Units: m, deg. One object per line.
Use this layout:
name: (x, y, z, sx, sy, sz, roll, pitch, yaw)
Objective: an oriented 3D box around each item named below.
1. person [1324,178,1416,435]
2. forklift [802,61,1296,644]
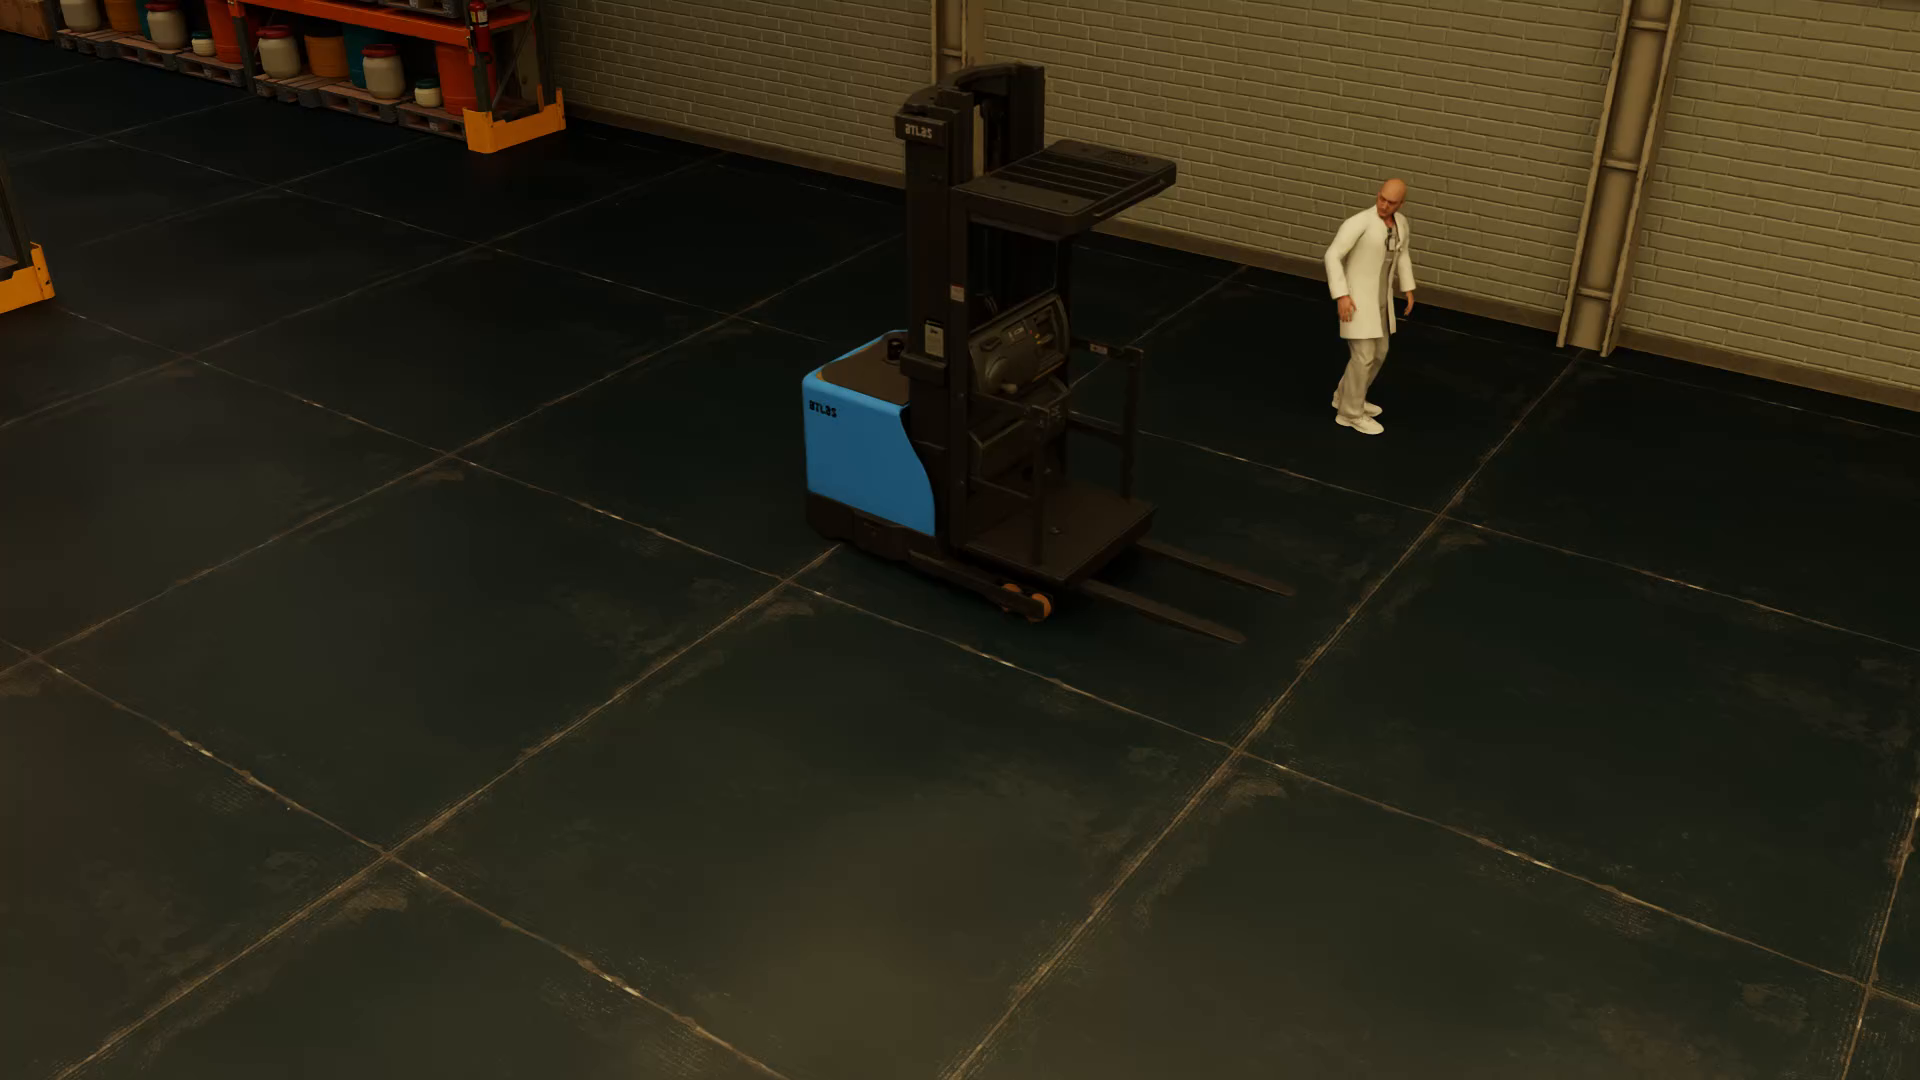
person: (2.915, -1.645, 11.586, 0.799, 1.759, 0.557, -24, 38, -35)
forklift: (0.512, -1.091, 9.461, 3.031, 2.935, 1.130, 20, 36, 31)
